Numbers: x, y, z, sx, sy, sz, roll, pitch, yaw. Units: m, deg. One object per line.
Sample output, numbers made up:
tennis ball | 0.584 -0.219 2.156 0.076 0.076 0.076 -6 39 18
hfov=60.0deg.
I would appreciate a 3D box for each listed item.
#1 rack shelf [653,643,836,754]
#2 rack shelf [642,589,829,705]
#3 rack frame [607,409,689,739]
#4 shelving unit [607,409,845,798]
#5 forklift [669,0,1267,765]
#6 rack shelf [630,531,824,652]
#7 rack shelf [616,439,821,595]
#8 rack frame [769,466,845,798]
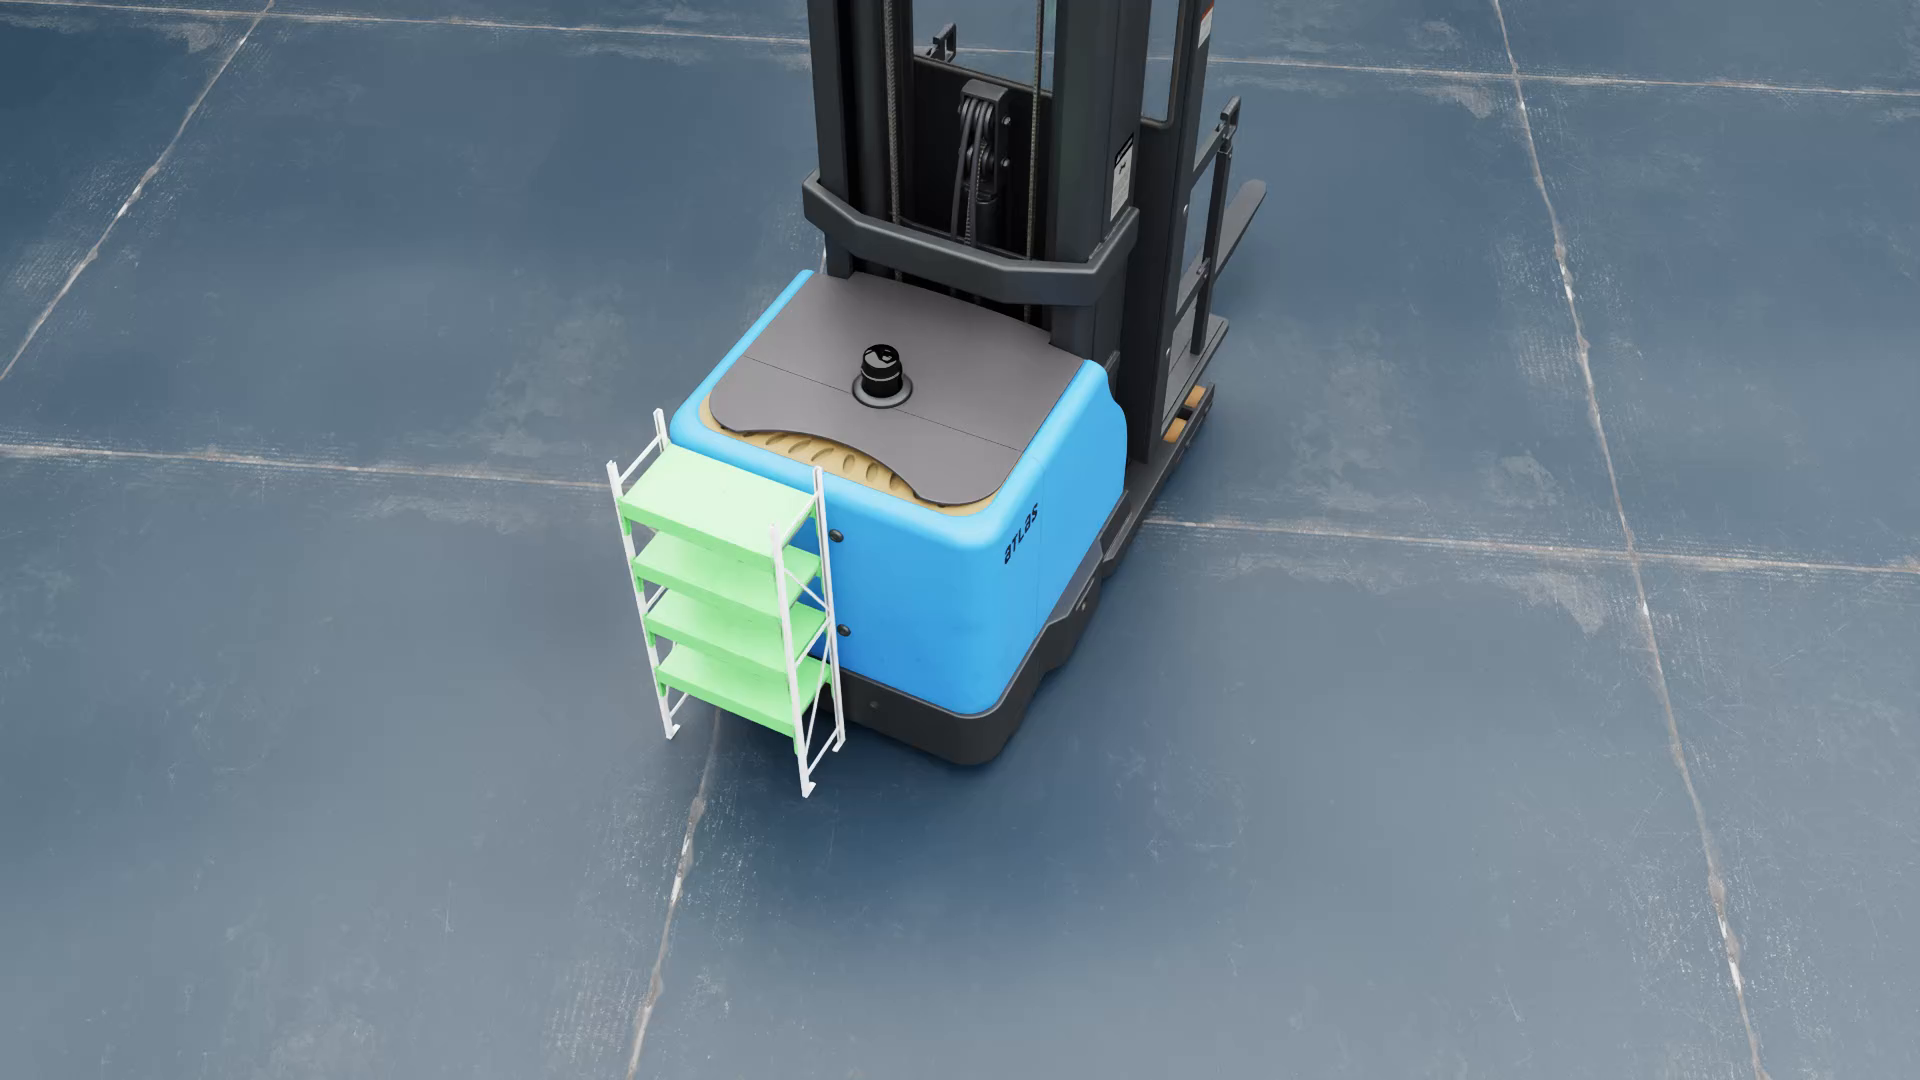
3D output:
rack shelf | -0.636 0.420 4.965 0.480 0.148 0.258 20 51 17
rack shelf | -0.636 0.258 4.788 0.480 0.148 0.258 20 51 17
rack frame | -0.855 0.135 4.813 0.015 1.200 0.240 20 51 17
shelving unit | -0.636 0.215 4.740 0.503 1.200 0.258 20 51 17
forklift | 0.279 -1.405 5.048 1.130 2.935 3.031 20 51 17
rack shelf | -0.636 0.096 4.610 0.480 0.148 0.258 20 51 17
rack shelf | -0.636 -0.066 4.433 0.480 0.148 0.258 20 51 17
rack frame | -0.417 0.295 4.667 0.015 1.200 0.240 20 51 17
